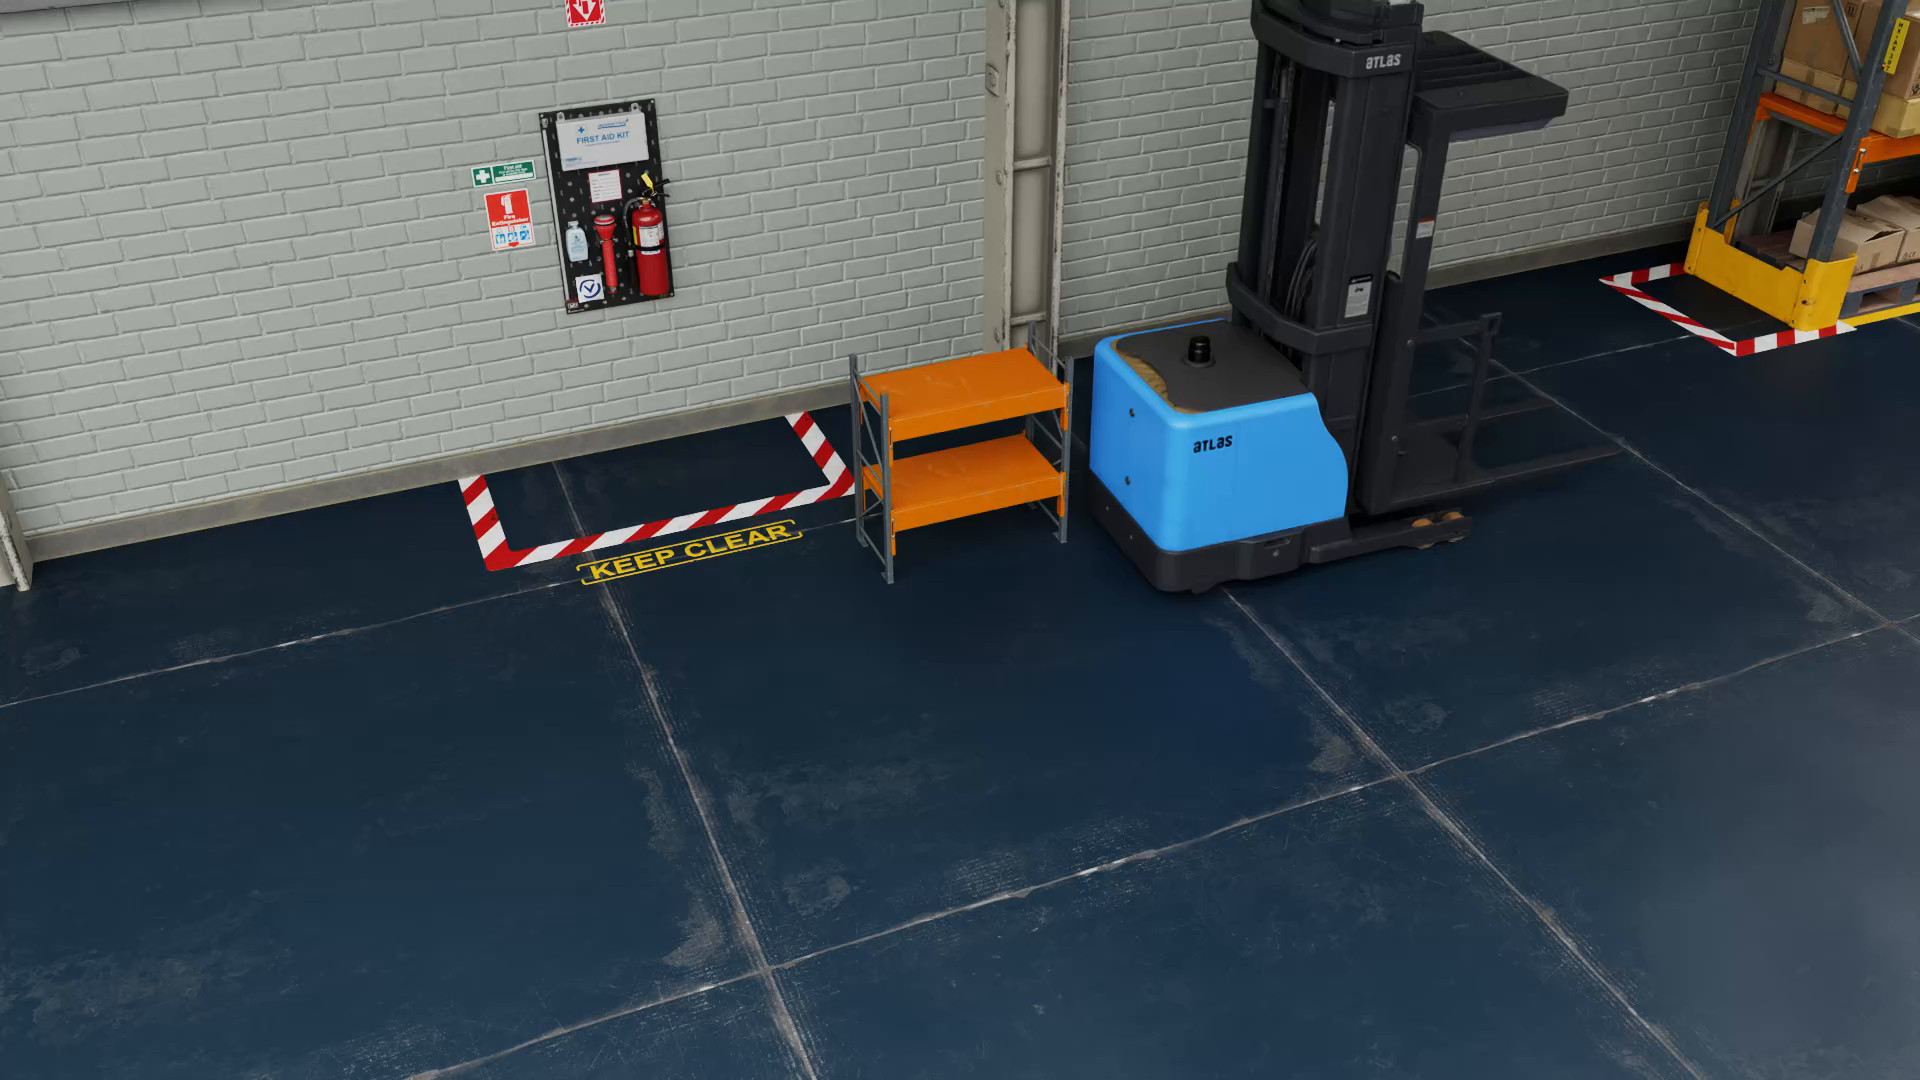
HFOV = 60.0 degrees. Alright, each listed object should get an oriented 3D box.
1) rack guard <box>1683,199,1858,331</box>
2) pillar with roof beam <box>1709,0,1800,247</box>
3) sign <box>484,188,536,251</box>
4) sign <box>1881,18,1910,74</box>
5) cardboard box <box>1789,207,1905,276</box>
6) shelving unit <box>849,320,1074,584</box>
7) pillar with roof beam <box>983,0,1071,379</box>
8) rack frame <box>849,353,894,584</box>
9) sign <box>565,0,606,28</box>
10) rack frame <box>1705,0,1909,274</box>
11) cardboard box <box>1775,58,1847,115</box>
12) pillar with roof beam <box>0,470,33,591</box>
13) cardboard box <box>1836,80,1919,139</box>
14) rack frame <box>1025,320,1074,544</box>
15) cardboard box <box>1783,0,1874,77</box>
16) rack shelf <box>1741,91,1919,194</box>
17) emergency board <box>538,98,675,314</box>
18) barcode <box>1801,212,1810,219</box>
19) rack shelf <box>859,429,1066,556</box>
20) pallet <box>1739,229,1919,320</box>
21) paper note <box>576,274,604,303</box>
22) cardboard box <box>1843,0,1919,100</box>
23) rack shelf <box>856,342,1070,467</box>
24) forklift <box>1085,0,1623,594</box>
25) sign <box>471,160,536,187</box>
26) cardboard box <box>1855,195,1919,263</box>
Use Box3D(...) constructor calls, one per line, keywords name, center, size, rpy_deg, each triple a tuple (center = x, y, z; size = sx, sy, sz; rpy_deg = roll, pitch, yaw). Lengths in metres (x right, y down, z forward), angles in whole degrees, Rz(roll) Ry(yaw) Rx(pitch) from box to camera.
Box3D(name="rack guard", center=(5.679, -1.953, 11.710), size=(0.348, 0.500, 1.175), rpy_deg=(-13, 35, -19))
Box3D(name="pillar with roof beam", center=(7.586, -3.917, 6.937), size=(0.400, 9.000, 9.100), rpy_deg=(-13, 35, -19))
Box3D(name="sign", center=(-2.455, -1.748, 9.071), size=(0.234, 0.329, 0.001), rpy_deg=(-13, 35, -19))
Box3D(name="sign", center=(5.819, -3.074, 10.349), size=(0.005, 0.325, 0.100), rpy_deg=(-13, 35, -19))
Box3D(name="cardboard box", center=(6.282, -2.142, 11.772), size=(0.500, 0.311, 0.500), rpy_deg=(-17, 37, -24))
Box3D(name="shelving unit", center=(0.006, -0.473, 8.863), size=(1.048, 1.125, 0.538), rpy_deg=(-13, 35, -19))
Box3D(name="pillar with roof beam", center=(2.054, -2.650, 4.990), size=(0.400, 9.000, 9.100), rpy_deg=(-13, 35, -19))
Box3D(name="rack frame", center=(-0.462, -0.366, 8.698), size=(0.032, 1.125, 0.500), rpy_deg=(-13, 35, -19))
Box3D(name="sign", center=(-1.952, -2.818, 8.623), size=(0.199, 0.298, 0.001), rpy_deg=(-13, 35, -19))
Box3D(name="rack frame", center=(5.609, -2.984, 11.004), size=(0.127, 3.000, 1.000), rpy_deg=(-13, 35, -19))
Box3D(name="cardboard box", center=(5.965, -3.126, 11.341), size=(0.500, 0.250, 0.500), rpy_deg=(-12, 35, -18))
Box3D(name="pillar with roof beam", center=(-3.478, -1.383, 3.043), size=(0.400, 9.000, 9.100), rpy_deg=(-13, 35, -19))
Box3D(name="cardboard box", center=(6.182, -2.873, 10.952), size=(0.500, 0.250, 0.500), rpy_deg=(-14, 36, -20))
Box3D(name="rack frame", center=(0.475, -0.580, 9.028), size=(0.032, 1.125, 0.500), rpy_deg=(-13, 35, -19))
Box3D(name="cardboard box", center=(5.962, -3.450, 11.152), size=(0.500, 0.500, 0.500), rpy_deg=(-13, 35, -19))
Box3D(name="rack shelf", center=(7.453, -3.105, 11.849), size=(4.000, 0.370, 1.077), rpy_deg=(-13, 35, -19))
Box3D(name="emergency board", center=(-1.906, -1.798, 9.180), size=(0.643, 1.169, 0.194), rpy_deg=(-13, 35, -19))
Box3D(name="barcode", center=(6.144, -2.351, 12.085), size=(0.075, 0.075, 0.001), rpy_deg=(-13, 35, -19))
Box3D(name="rack shelf", center=(0.006, -0.268, 8.997), size=(1.000, 0.278, 0.538), rpy_deg=(-13, 35, -19))
Box3D(name="pallet", center=(6.442, -1.985, 12.025), size=(1.213, 0.211, 1.003), rpy_deg=(-13, 35, -19))
Box3D(name="paper note", center=(-2.096, -1.426, 9.417), size=(0.142, 0.148, 0.016), rpy_deg=(-13, 35, -19))
Box3D(name="cardboard box", center=(6.166, -3.194, 10.758), size=(0.500, 0.500, 0.500), rpy_deg=(-13, 35, -19))
Box3D(name="rack shelf", center=(0.006, -0.718, 8.704), size=(1.000, 0.278, 0.538), rpy_deg=(-13, 35, -19))
Box3D(name="forklift", center=(2.274, -1.438, 8.690), size=(3.031, 2.935, 1.130), rpy_deg=(-12, 35, -17))
Box3D(name="sign", center=(-2.448, -1.966, 8.921), size=(0.331, 0.109, 0.001), rpy_deg=(-13, 35, -19))
Box3D(name="cardboard box", center=(6.808, -2.263, 11.957), size=(0.500, 0.311, 0.500), rpy_deg=(-10, 34, -15))
